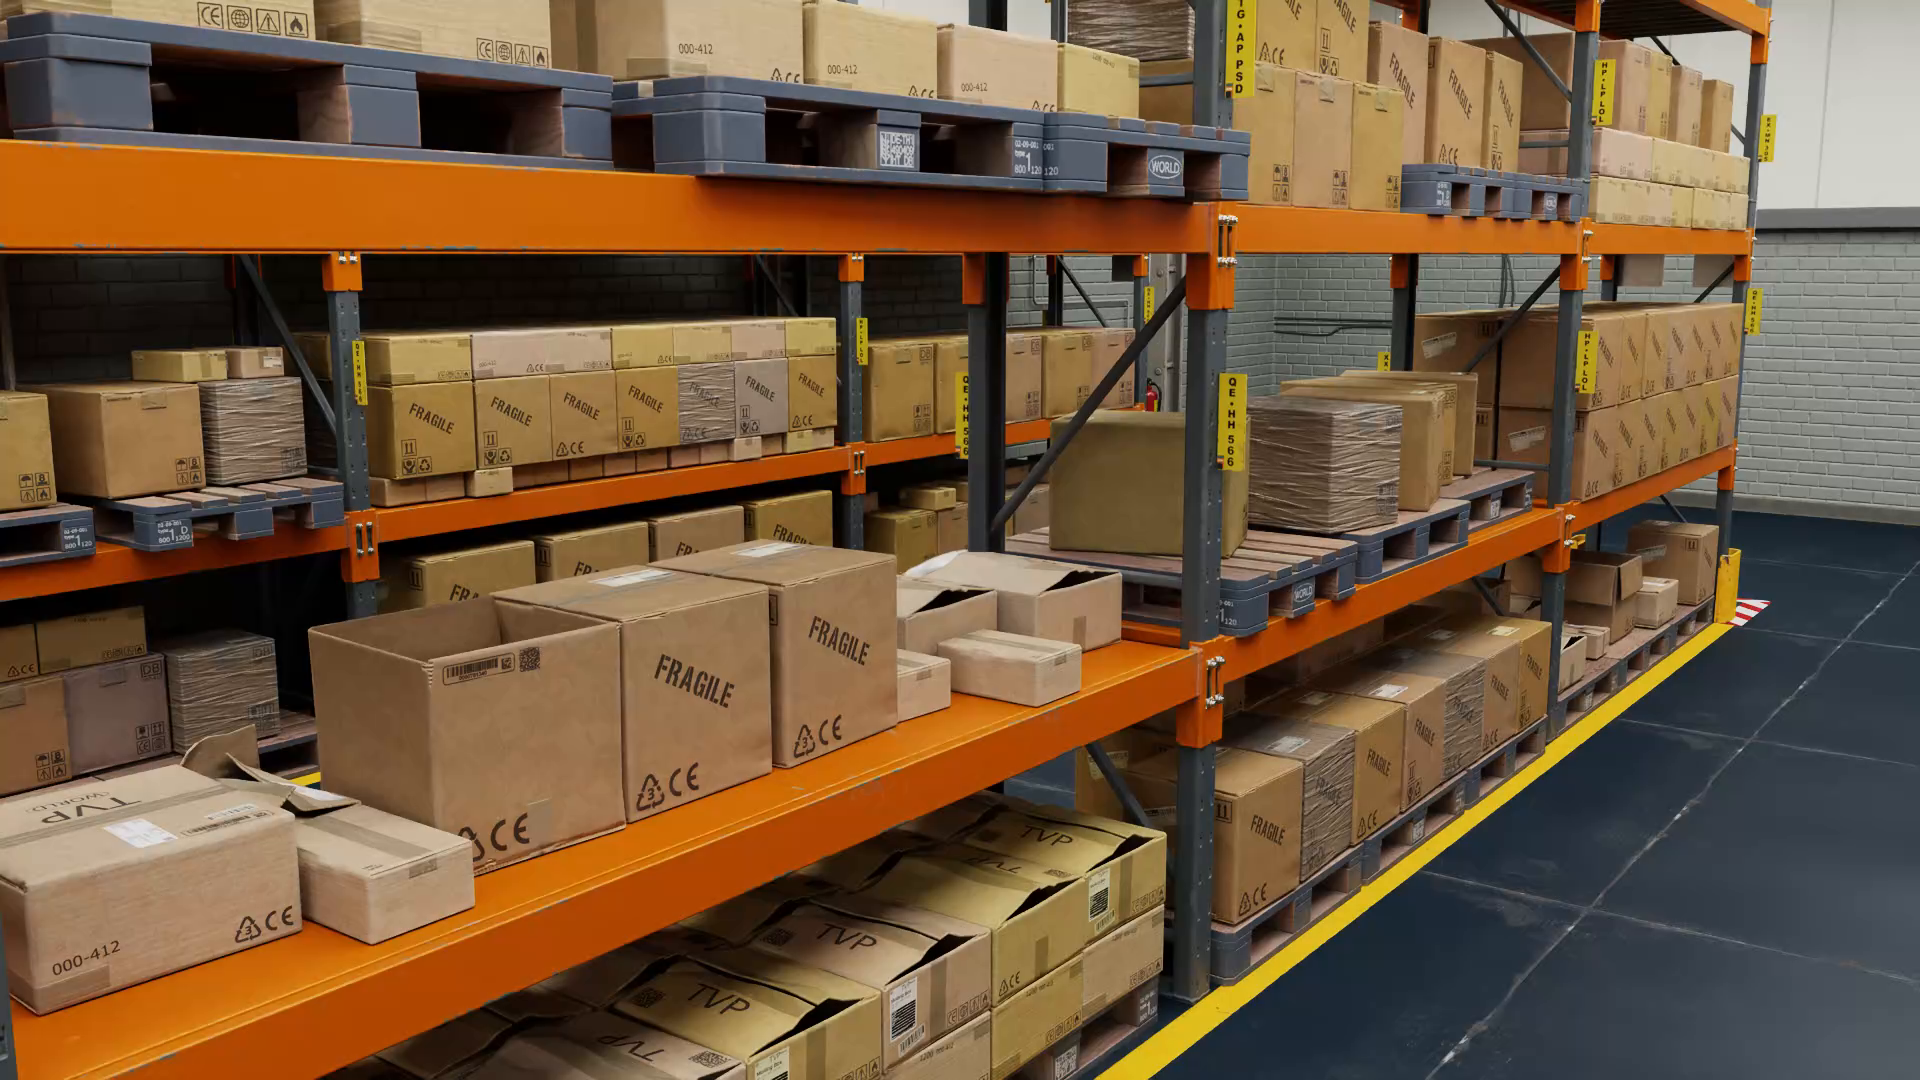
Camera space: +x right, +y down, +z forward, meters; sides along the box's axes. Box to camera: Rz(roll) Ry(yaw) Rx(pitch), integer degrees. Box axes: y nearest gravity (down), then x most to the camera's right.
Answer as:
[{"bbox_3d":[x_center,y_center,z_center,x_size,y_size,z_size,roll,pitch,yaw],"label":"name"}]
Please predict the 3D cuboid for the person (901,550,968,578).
[{"bbox_3d":[-0.070,0.464,9.950,0.870,1.006,0.537,7,12,34],"label":"person"}]
